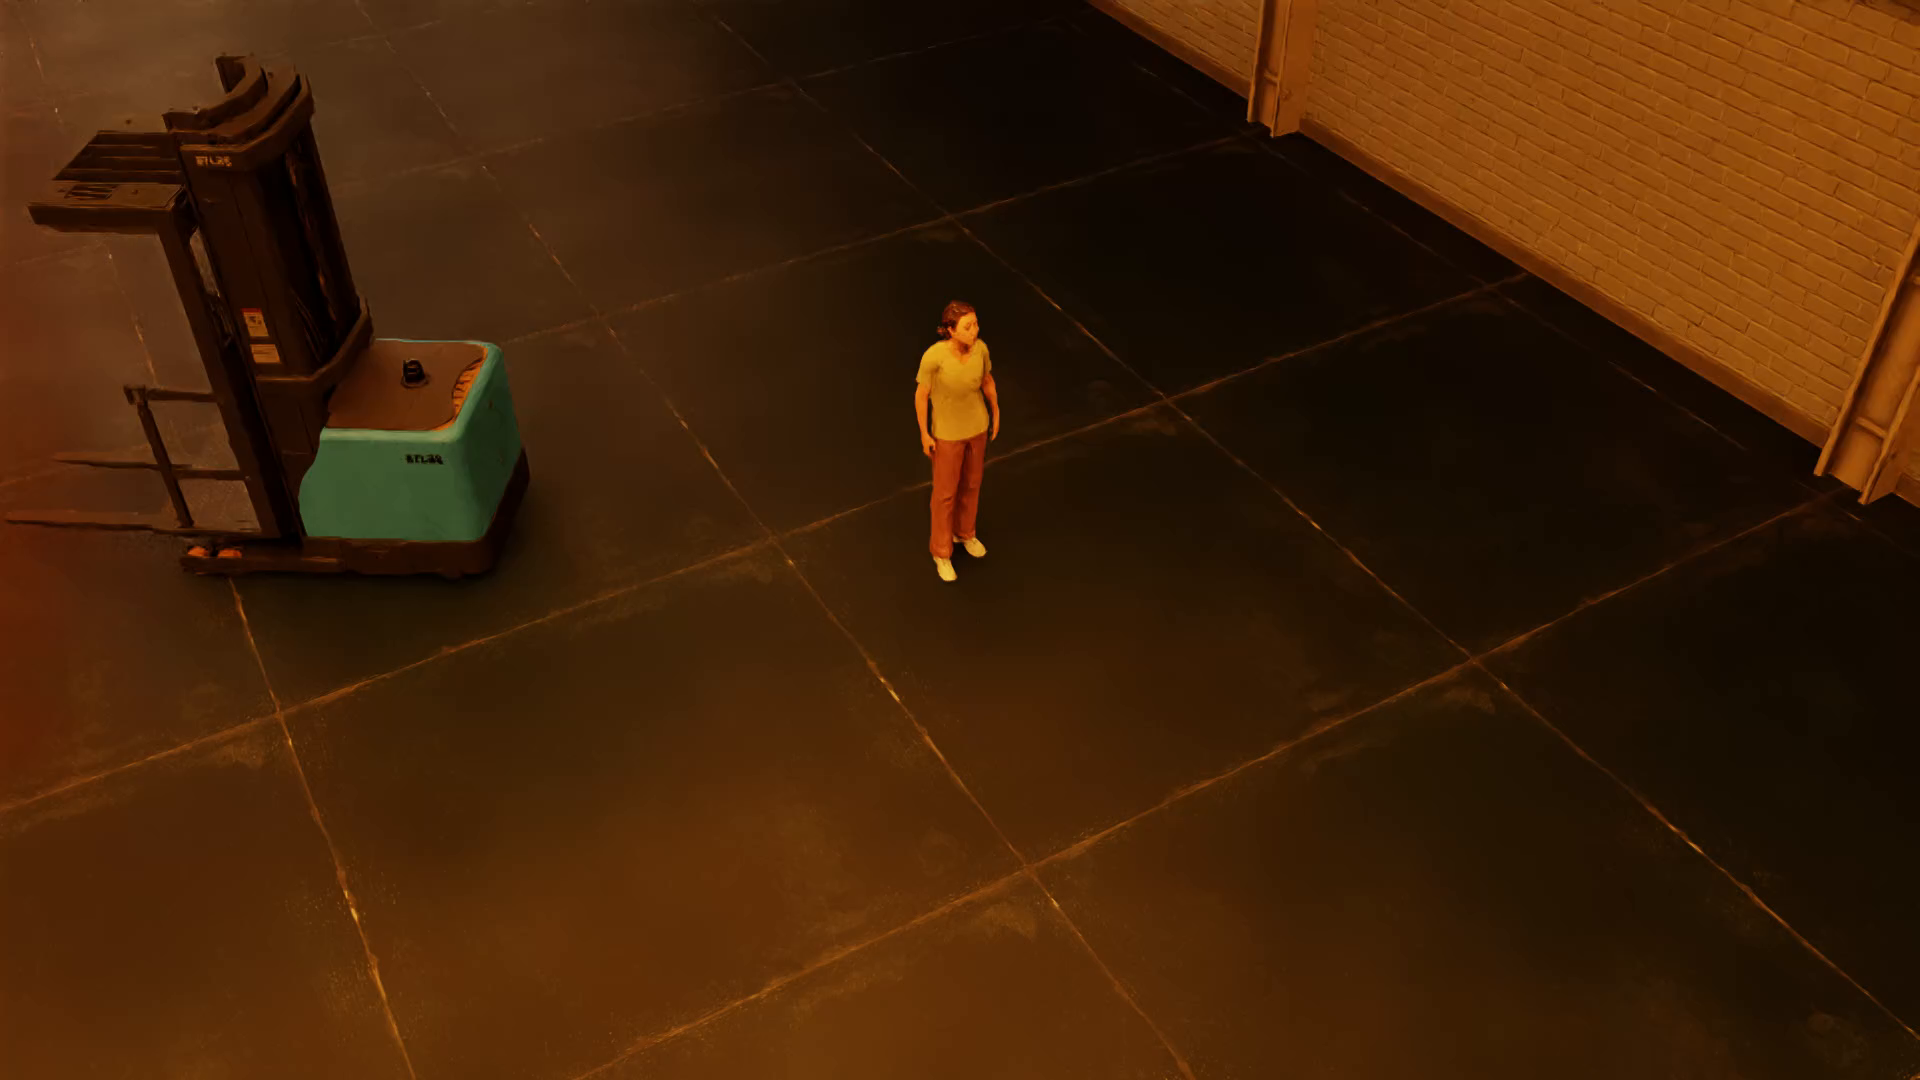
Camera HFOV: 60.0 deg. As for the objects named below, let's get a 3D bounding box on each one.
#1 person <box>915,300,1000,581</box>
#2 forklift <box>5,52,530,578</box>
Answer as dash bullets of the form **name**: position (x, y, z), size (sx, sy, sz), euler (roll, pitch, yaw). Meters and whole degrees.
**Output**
- **person**: position (0.028, -0.606, 9.739), size (0.554, 1.674, 0.548), euler (-20, 44, -23)
- **forklift**: position (-4.300, -1.250, 9.544), size (3.031, 2.935, 1.130), euler (2, 40, 2)
